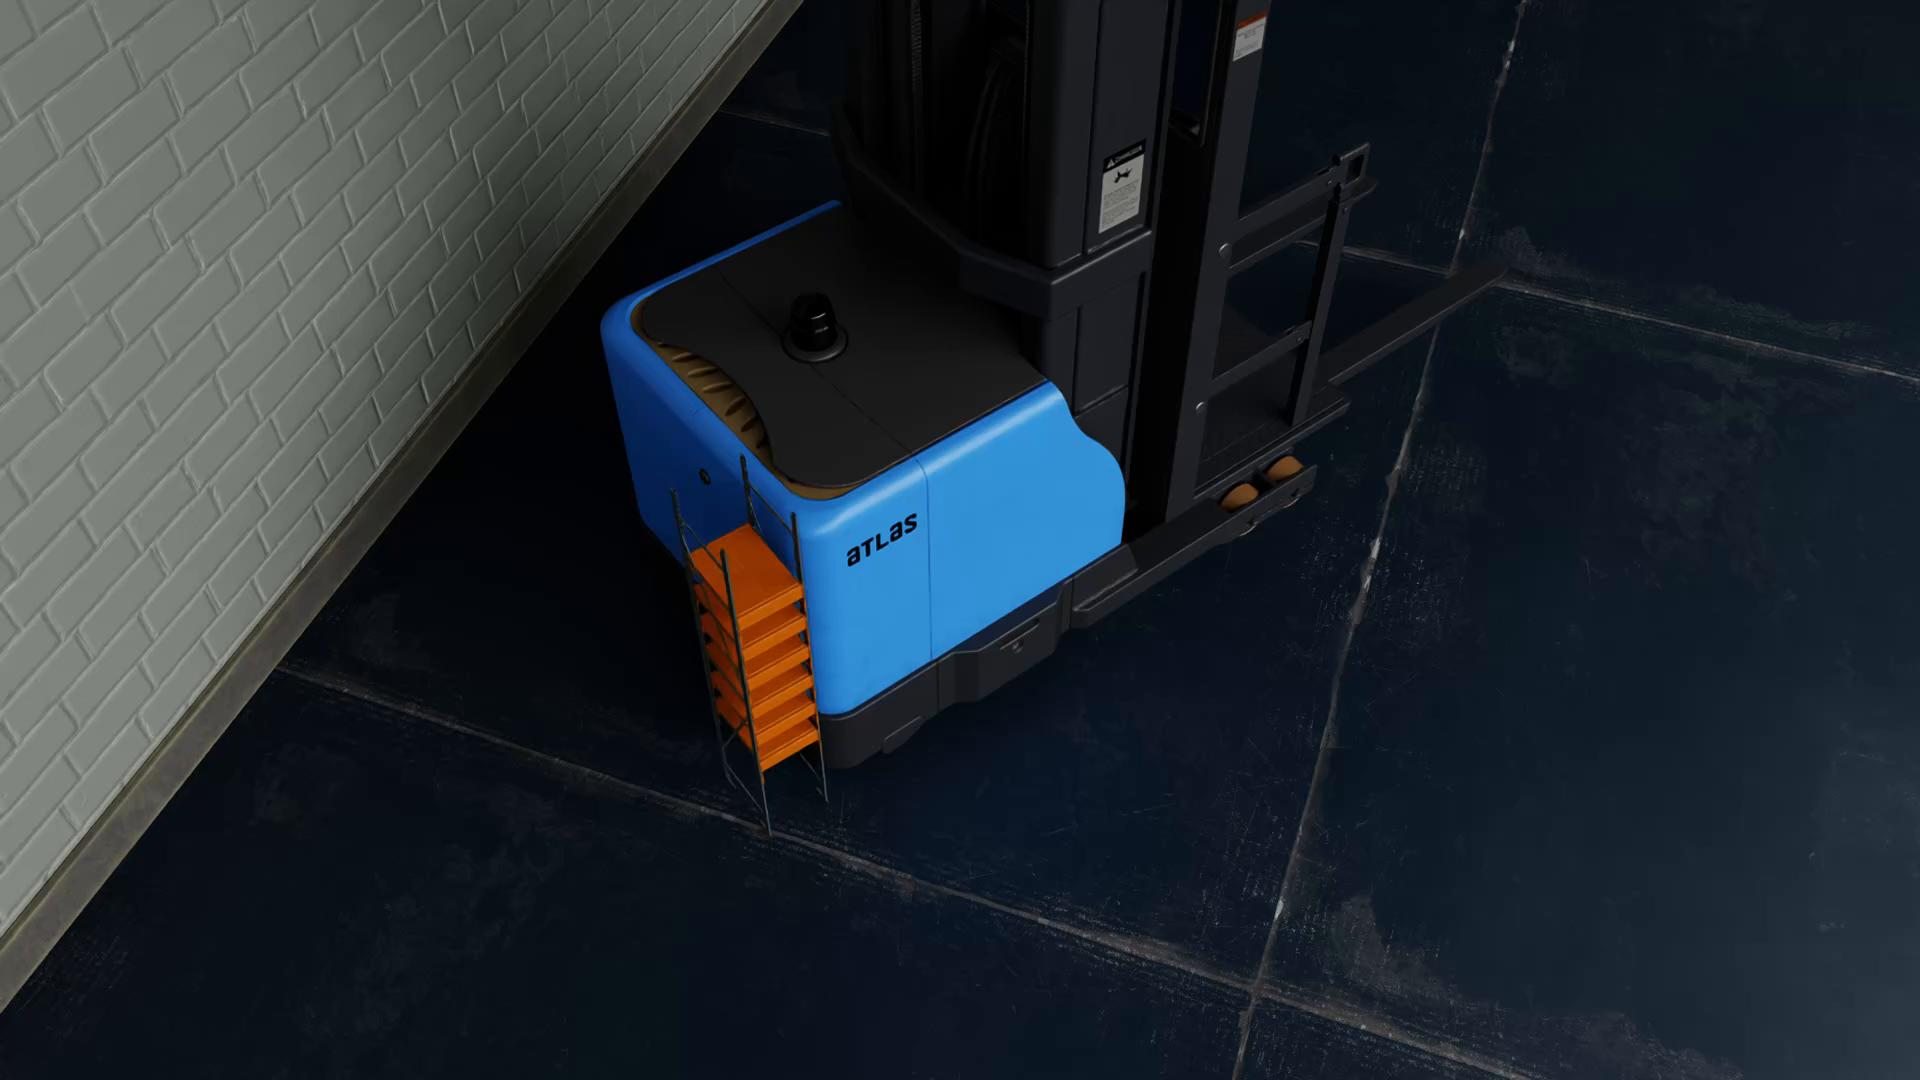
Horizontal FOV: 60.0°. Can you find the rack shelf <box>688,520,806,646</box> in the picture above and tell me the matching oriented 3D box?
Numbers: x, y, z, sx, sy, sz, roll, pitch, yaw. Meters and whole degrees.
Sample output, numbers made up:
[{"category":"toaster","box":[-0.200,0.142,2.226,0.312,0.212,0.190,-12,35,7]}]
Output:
[{"category":"rack shelf","box":[-0.511,0.100,3.950,0.180,0.103,0.258,-29,56,-23]}]

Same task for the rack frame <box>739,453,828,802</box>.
[{"category":"rack frame","box":[-0.439,0.264,4.226,0.006,1.200,0.240,-29,56,-23]}]

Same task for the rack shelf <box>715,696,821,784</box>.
[{"category":"rack shelf","box":[-0.514,0.489,4.407,0.180,0.103,0.258,-29,56,-23]}]

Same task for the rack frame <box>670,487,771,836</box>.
[{"category":"rack frame","box":[-0.586,0.345,4.155,0.006,1.200,0.240,-29,56,-23]}]

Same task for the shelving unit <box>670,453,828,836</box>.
[{"category":"shelving unit","box":[-0.512,0.305,4.190,0.189,1.200,0.258,-29,56,-23]}]

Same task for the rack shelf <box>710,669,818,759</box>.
[{"category":"rack shelf","box":[-0.513,0.411,4.315,0.180,0.103,0.258,-29,56,-23]}]

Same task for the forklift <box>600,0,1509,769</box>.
[{"category":"forklift","box":[0.511,-1.261,4.403,3.031,2.935,1.130,-31,56,-24]}]

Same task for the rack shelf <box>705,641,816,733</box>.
[{"category":"rack shelf","box":[-0.513,0.333,4.224,0.180,0.103,0.258,-29,56,-23]}]

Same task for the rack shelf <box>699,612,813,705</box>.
[{"category":"rack shelf","box":[-0.512,0.255,4.133,0.180,0.103,0.258,-29,56,-23]}]

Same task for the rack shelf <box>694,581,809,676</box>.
[{"category":"rack shelf","box":[-0.512,0.178,4.042,0.180,0.103,0.258,-29,56,-23]}]
